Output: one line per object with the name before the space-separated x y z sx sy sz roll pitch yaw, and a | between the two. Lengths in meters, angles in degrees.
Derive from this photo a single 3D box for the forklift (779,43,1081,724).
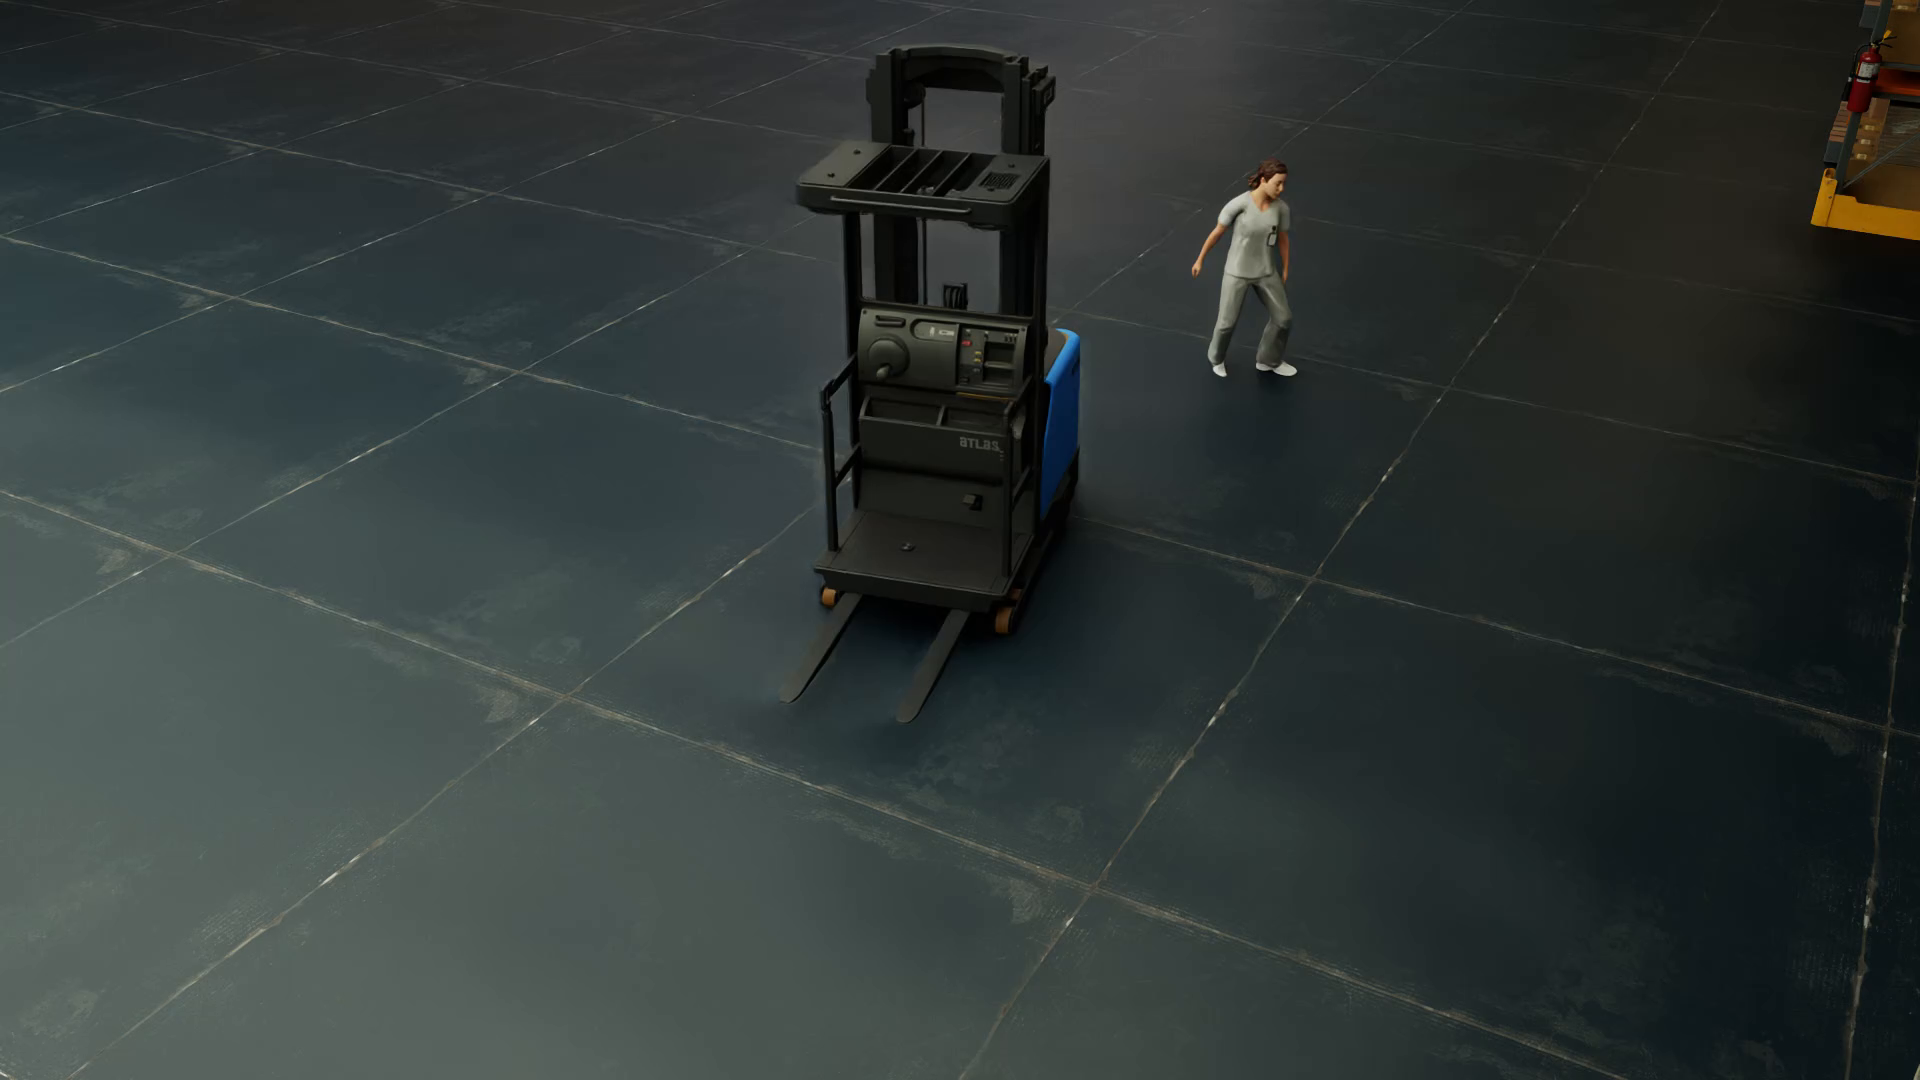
forklift | -0.154 -0.966 8.745 1.130 2.935 3.031 8 31 14

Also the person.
person | 2.037 -1.905 11.738 0.801 1.651 0.463 -3 30 -5
